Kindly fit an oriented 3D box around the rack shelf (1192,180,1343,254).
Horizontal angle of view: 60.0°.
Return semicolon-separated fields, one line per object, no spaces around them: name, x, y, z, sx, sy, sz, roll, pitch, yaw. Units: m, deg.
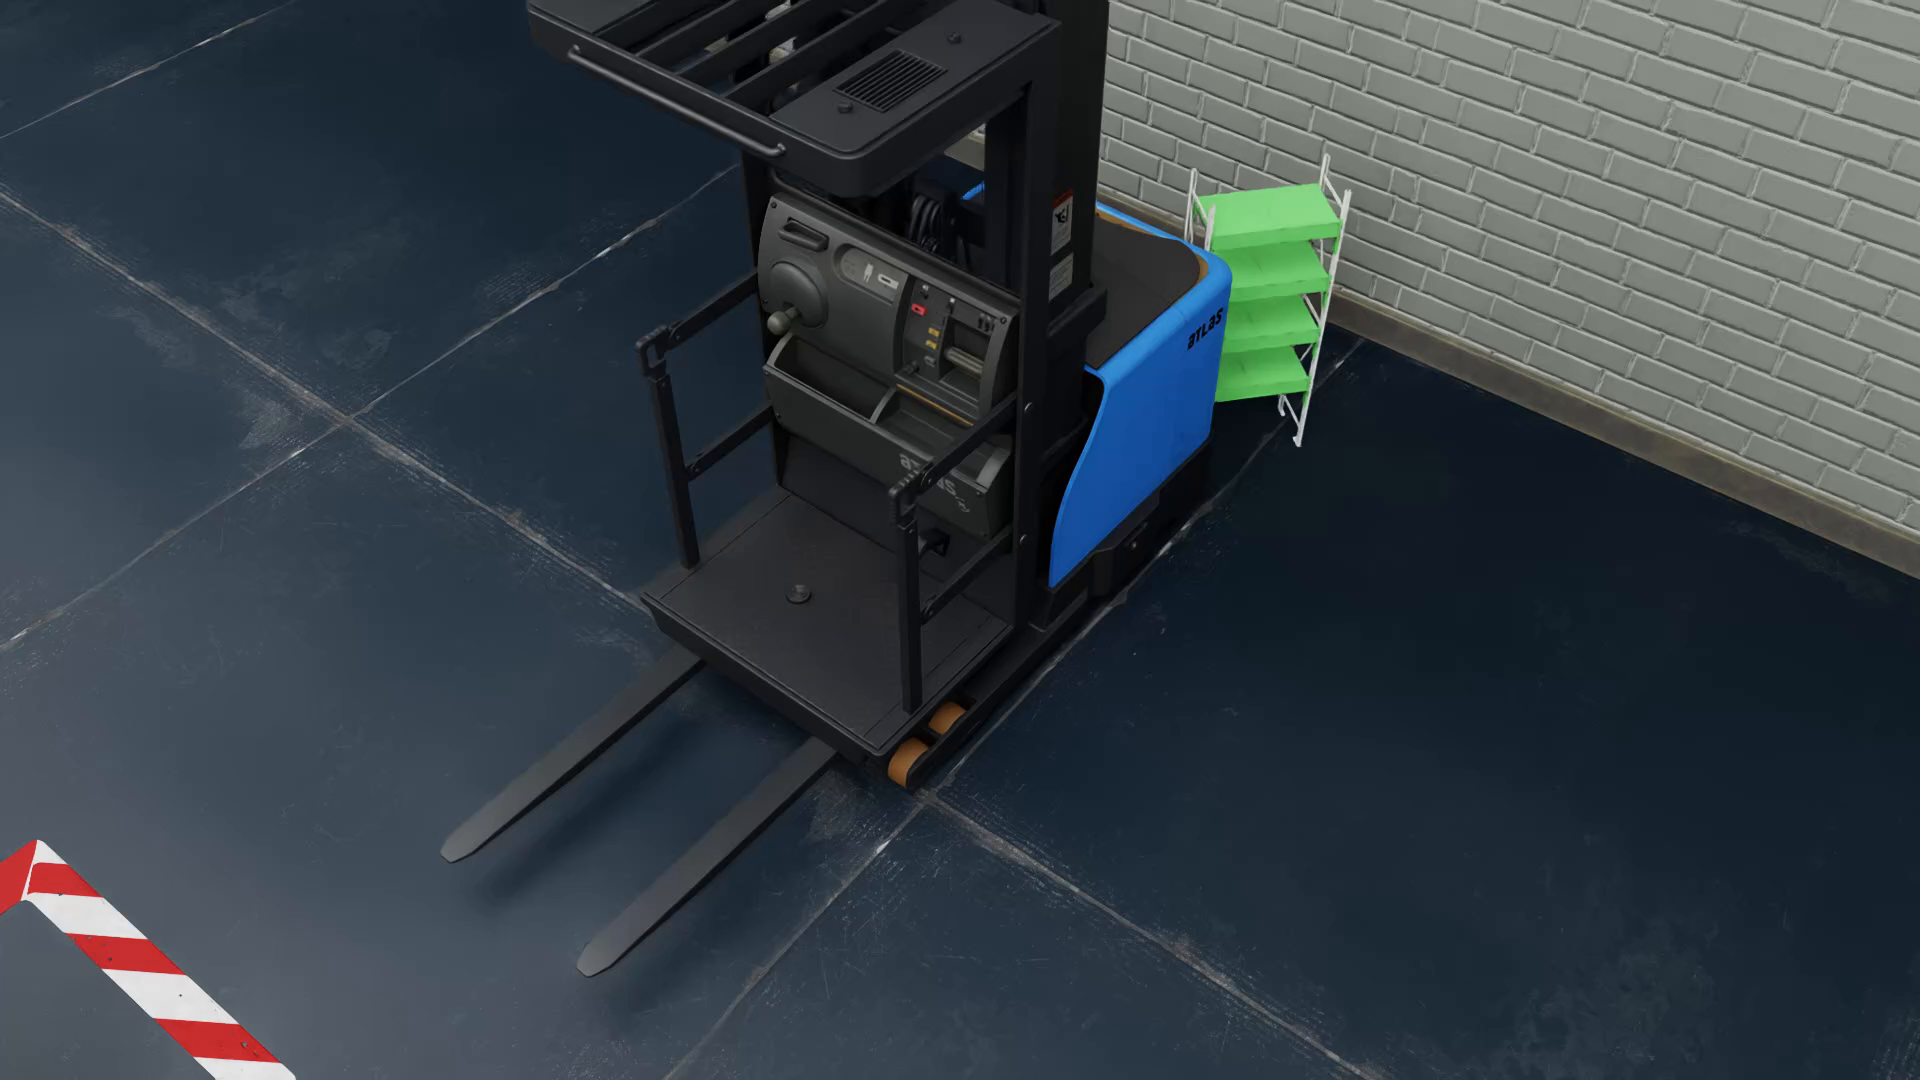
rack shelf;1.083;-1.124;5.919;0.480;0.148;0.258;-8;47;-7

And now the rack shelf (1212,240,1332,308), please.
rack shelf;1.083;-0.958;6.092;0.480;0.148;0.258;-8;47;-7

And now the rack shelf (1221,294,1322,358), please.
rack shelf;1.083;-0.793;6.266;0.480;0.148;0.258;-8;47;-7

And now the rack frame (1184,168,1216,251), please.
rack frame;0.843;-0.804;6.188;0.015;1.200;0.240;-8;47;-7

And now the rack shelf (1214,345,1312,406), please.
rack shelf;1.083;-0.627;6.439;0.480;0.148;0.258;-8;47;-7

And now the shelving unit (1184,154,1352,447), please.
shelving unit;1.083;-0.837;6.219;0.503;1.200;0.258;-8;47;-7

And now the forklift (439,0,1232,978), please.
forklift;-0.369;-0.610;4.805;1.130;2.935;3.031;30;53;26

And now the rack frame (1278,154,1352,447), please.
rack frame;1.322;-0.870;6.251;0.015;1.200;0.240;-8;47;-7
